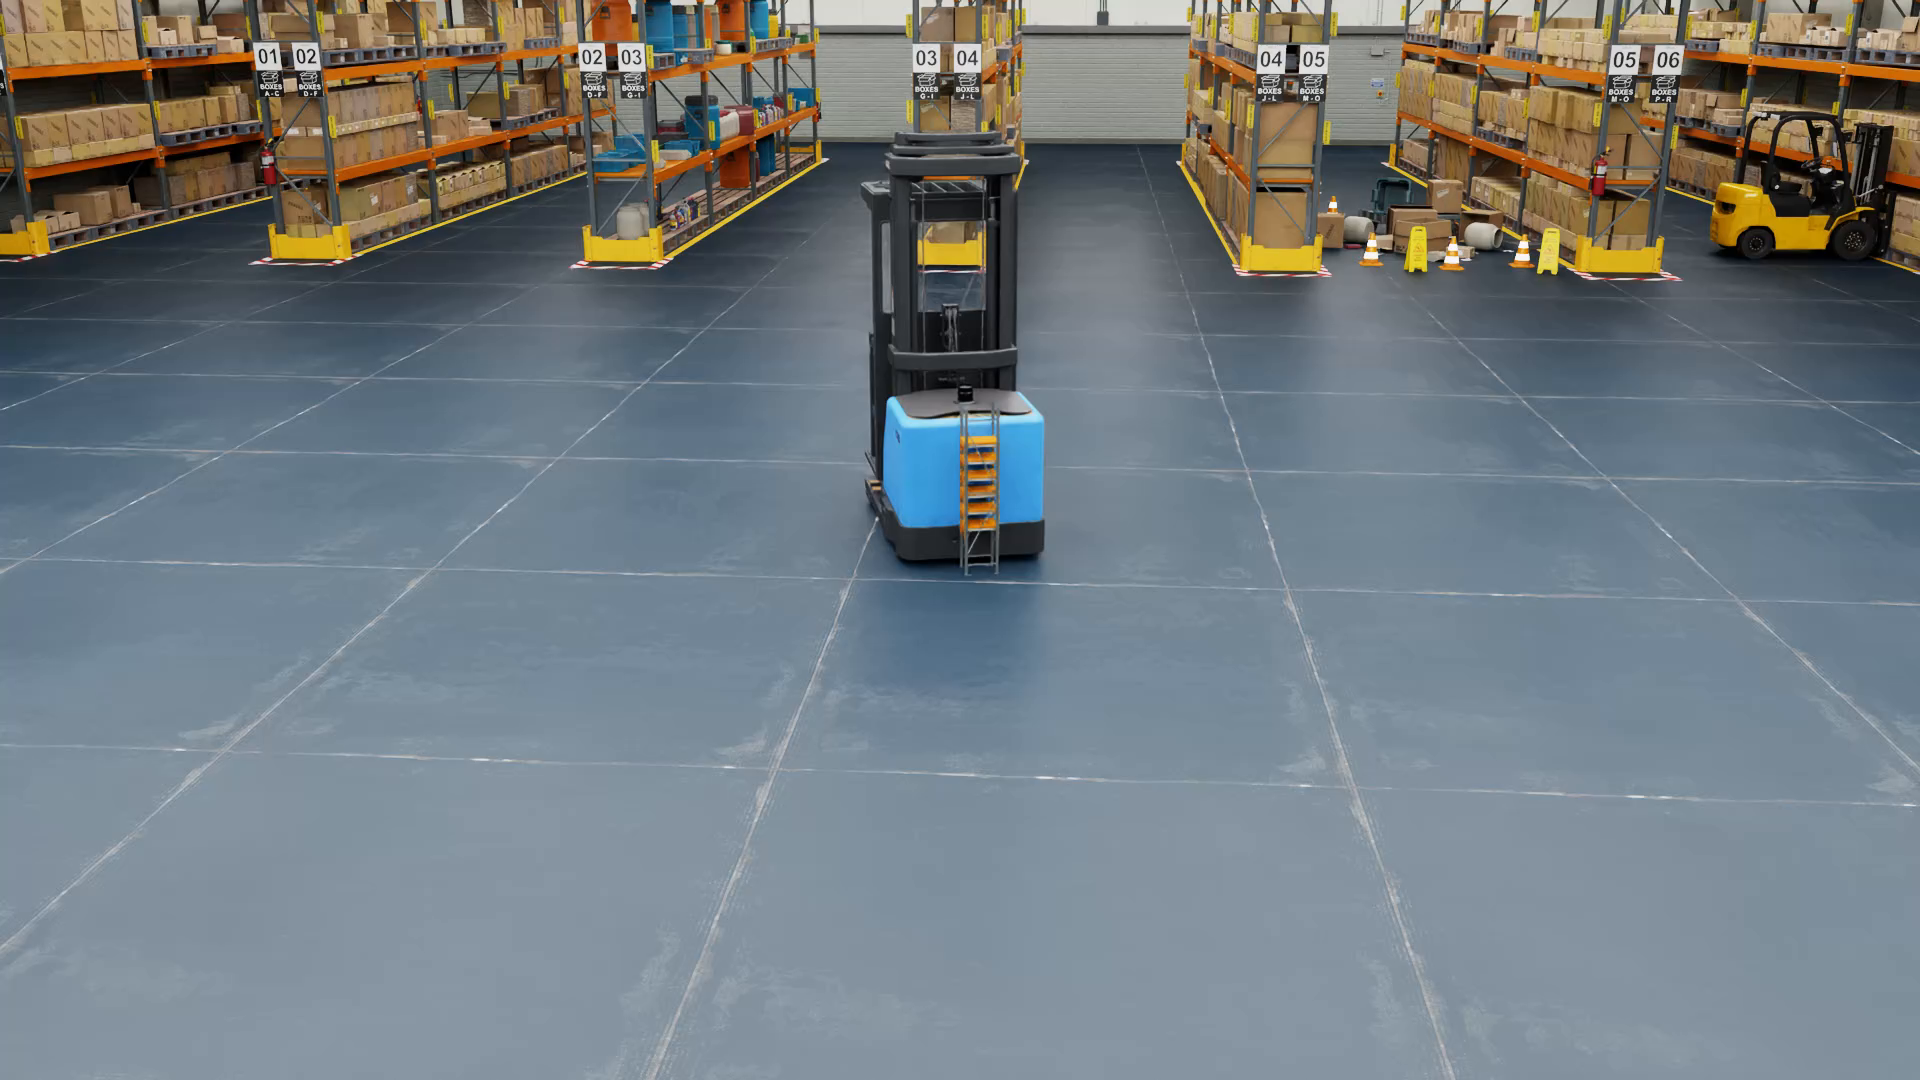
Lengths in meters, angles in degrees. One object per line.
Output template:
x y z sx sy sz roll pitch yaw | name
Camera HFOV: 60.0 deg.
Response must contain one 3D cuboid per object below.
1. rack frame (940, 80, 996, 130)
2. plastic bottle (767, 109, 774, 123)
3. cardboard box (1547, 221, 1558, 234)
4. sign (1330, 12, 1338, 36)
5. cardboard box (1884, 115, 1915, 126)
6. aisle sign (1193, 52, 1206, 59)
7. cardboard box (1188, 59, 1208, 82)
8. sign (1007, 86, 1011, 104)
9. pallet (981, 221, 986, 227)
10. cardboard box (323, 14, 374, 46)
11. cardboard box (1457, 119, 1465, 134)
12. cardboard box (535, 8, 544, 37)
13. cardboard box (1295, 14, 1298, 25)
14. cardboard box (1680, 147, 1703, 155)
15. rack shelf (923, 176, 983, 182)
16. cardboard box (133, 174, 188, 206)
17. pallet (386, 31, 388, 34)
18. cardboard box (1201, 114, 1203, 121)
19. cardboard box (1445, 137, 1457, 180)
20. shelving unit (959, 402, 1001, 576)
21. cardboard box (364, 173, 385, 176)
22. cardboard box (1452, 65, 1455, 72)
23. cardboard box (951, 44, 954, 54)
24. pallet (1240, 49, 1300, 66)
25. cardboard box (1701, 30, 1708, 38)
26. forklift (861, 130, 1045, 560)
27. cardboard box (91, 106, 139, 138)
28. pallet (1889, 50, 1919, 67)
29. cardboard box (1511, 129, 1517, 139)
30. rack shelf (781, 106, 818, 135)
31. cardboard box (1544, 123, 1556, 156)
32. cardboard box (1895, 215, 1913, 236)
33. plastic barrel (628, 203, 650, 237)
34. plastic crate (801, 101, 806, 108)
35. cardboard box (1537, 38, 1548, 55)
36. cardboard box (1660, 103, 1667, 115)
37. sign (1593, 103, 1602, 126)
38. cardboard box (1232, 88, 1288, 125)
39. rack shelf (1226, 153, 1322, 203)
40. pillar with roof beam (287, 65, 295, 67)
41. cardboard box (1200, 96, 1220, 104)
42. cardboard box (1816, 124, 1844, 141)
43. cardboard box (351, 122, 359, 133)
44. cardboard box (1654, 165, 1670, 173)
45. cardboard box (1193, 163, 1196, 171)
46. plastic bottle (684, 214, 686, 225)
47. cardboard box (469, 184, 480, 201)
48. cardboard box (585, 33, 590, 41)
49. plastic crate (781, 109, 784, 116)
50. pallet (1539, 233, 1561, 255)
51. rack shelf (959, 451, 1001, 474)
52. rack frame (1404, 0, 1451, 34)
0.103 -6.847 28.501 1.000 3.000 0.127 1 18 4 | rack frame
-4.032 -8.983 35.221 0.152 0.276 0.135 1 18 4 | plastic bottle
9.567 -4.857 26.169 0.500 0.250 0.500 1 18 2 | cardboard box
5.309 -7.326 23.617 0.100 0.325 0.005 1 18 4 | sign
14.607 -6.519 25.820 0.380 0.149 0.250 1 18 4 | cardboard box
5.609 -11.696 39.126 0.394 0.787 0.004 1 18 4 | aisle sign
5.606 -10.962 38.816 0.500 0.500 0.500 1 18 4 | cardboard box
0.932 -8.592 32.096 0.100 0.325 0.005 1 18 4 | sign
0.090 -5.312 28.296 1.003 0.211 1.213 1 18 4 | pallet
-10.021 -8.301 27.057 0.797 0.503 0.637 3 18 10 | cardboard box
10.072 -8.118 32.623 0.500 0.250 0.500 2 18 5 | cardboard box
-9.314 -11.119 35.726 0.600 0.600 0.600 0 18 -1 | cardboard box
5.135 -7.648 24.417 0.380 0.149 0.250 1 18 3 | cardboard box
15.278 -8.127 34.707 0.380 0.149 0.250 1 18 2 | cardboard box
-0.040 -5.884 26.717 1.077 0.370 4.000 1 18 4 | rack shelf
-14.683 -6.429 30.533 0.700 0.500 0.500 2 18 6 | cardboard box
-13.986 -11.678 38.571 1.003 0.211 1.213 1 18 4 | pallet
4.926 -8.268 32.567 0.380 0.149 0.250 1 18 4 | cardboard box
10.539 -7.825 34.224 0.875 0.875 0.875 2 18 6 | cardboard box
0.136 -0.351 11.567 0.258 1.200 0.189 -3 18 -10 | shelving unit
-10.151 -6.026 28.533 0.500 0.500 0.500 1 18 4 | cardboard box
10.393 -10.123 35.693 0.380 0.149 0.250 2 18 5 | cardboard box
0.067 -7.228 24.449 0.380 0.149 0.250 1 18 4 | cardboard box
4.884 -7.456 25.686 1.003 0.211 1.213 1 18 4 | pallet
14.996 -10.074 33.101 0.380 0.149 0.250 2 18 5 | cardboard box
-0.156 -1.668 12.806 1.130 2.935 3.031 -3 18 -10 | forklift
-14.474 -7.164 28.474 0.500 0.500 0.500 1 18 4 | cardboard box
14.813 -7.256 25.075 1.003 0.211 1.213 1 18 4 | pallet
9.768 -7.034 28.802 0.380 0.149 0.250 1 18 3 | cardboard box
-4.120 -9.721 38.429 1.077 0.370 4.000 1 18 4 | rack shelf
9.616 -6.372 26.414 0.500 0.500 0.500 1 18 3 | cardboard box
14.422 -4.718 24.942 0.500 0.250 0.500 1 18 3 | cardboard box
-5.117 -5.094 26.473 0.421 0.512 0.421 0 18 0 | plastic barrel
-3.855 -10.330 39.459 0.396 0.136 0.243 1 18 4 | plastic crate
9.683 -7.991 26.937 0.500 0.250 0.500 1 18 3 | cardboard box
15.305 -9.234 35.550 0.500 0.250 0.500 2 18 5 | cardboard box
9.149 -6.102 23.862 0.100 0.325 0.005 1 18 4 | sign
4.982 -7.175 27.528 0.875 0.550 0.550 1 18 4 | cardboard box
4.900 -5.742 26.284 1.077 0.370 4.000 1 18 4 | rack shelf
-10.664 -12.655 36.591 9.100 9.000 0.400 1 18 4 | pillar with roof beam
4.962 -8.715 32.975 0.380 0.149 0.250 2 18 6 | cardboard box
14.719 -6.840 27.920 0.500 0.250 0.500 1 18 3 | cardboard box
-9.766 -6.537 26.355 0.380 0.149 0.250 1 18 3 | cardboard box
15.259 -8.025 36.001 0.380 0.149 0.250 1 18 2 | cardboard box
5.305 -8.163 36.423 0.380 0.149 0.250 2 18 5 | cardboard box
-4.630 -5.383 27.820 0.097 0.201 0.097 0 18 0 | plastic bottle
-9.392 -6.559 31.365 0.500 0.250 0.500 2 18 5 | cardboard box
-8.813 -11.519 38.184 0.500 0.250 0.500 1 18 4 | cardboard box
-4.088 -9.487 36.884 0.396 0.136 0.243 1 18 4 | plastic crate
9.890 -4.711 26.462 1.003 0.211 1.213 1 18 4 | pallet
0.136 -0.537 11.506 0.258 0.103 0.180 -3 18 -10 | rack shelf
10.848 -13.203 38.266 1.000 3.000 0.127 1 18 4 | rack frame
